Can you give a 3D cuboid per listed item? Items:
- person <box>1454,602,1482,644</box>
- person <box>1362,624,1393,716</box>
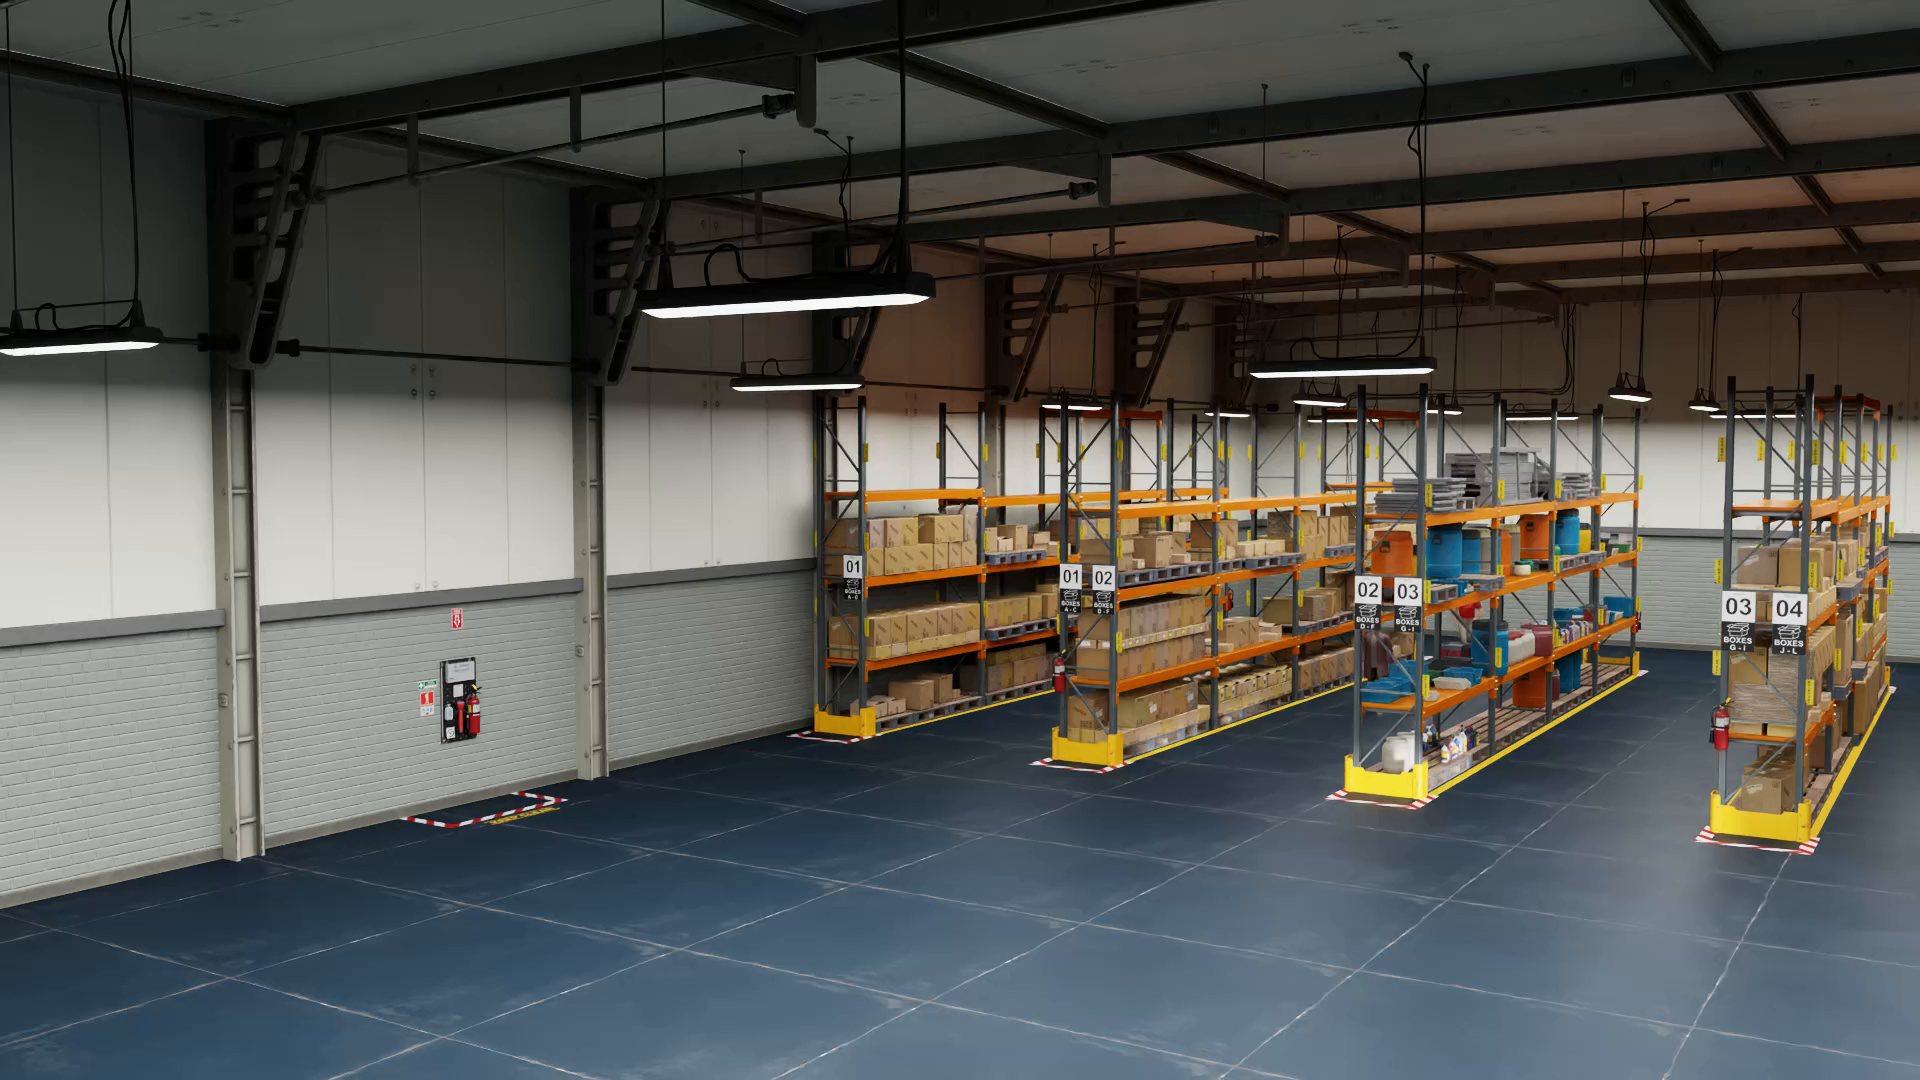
[{"bbox_3d":[12.527,2.016,41.024,0.684,1.669,0.544,1,3,18],"label":"person"},{"bbox_3d":[7.995,2.448,32.026,0.635,1.803,0.897,1,3,23],"label":"person"}]
